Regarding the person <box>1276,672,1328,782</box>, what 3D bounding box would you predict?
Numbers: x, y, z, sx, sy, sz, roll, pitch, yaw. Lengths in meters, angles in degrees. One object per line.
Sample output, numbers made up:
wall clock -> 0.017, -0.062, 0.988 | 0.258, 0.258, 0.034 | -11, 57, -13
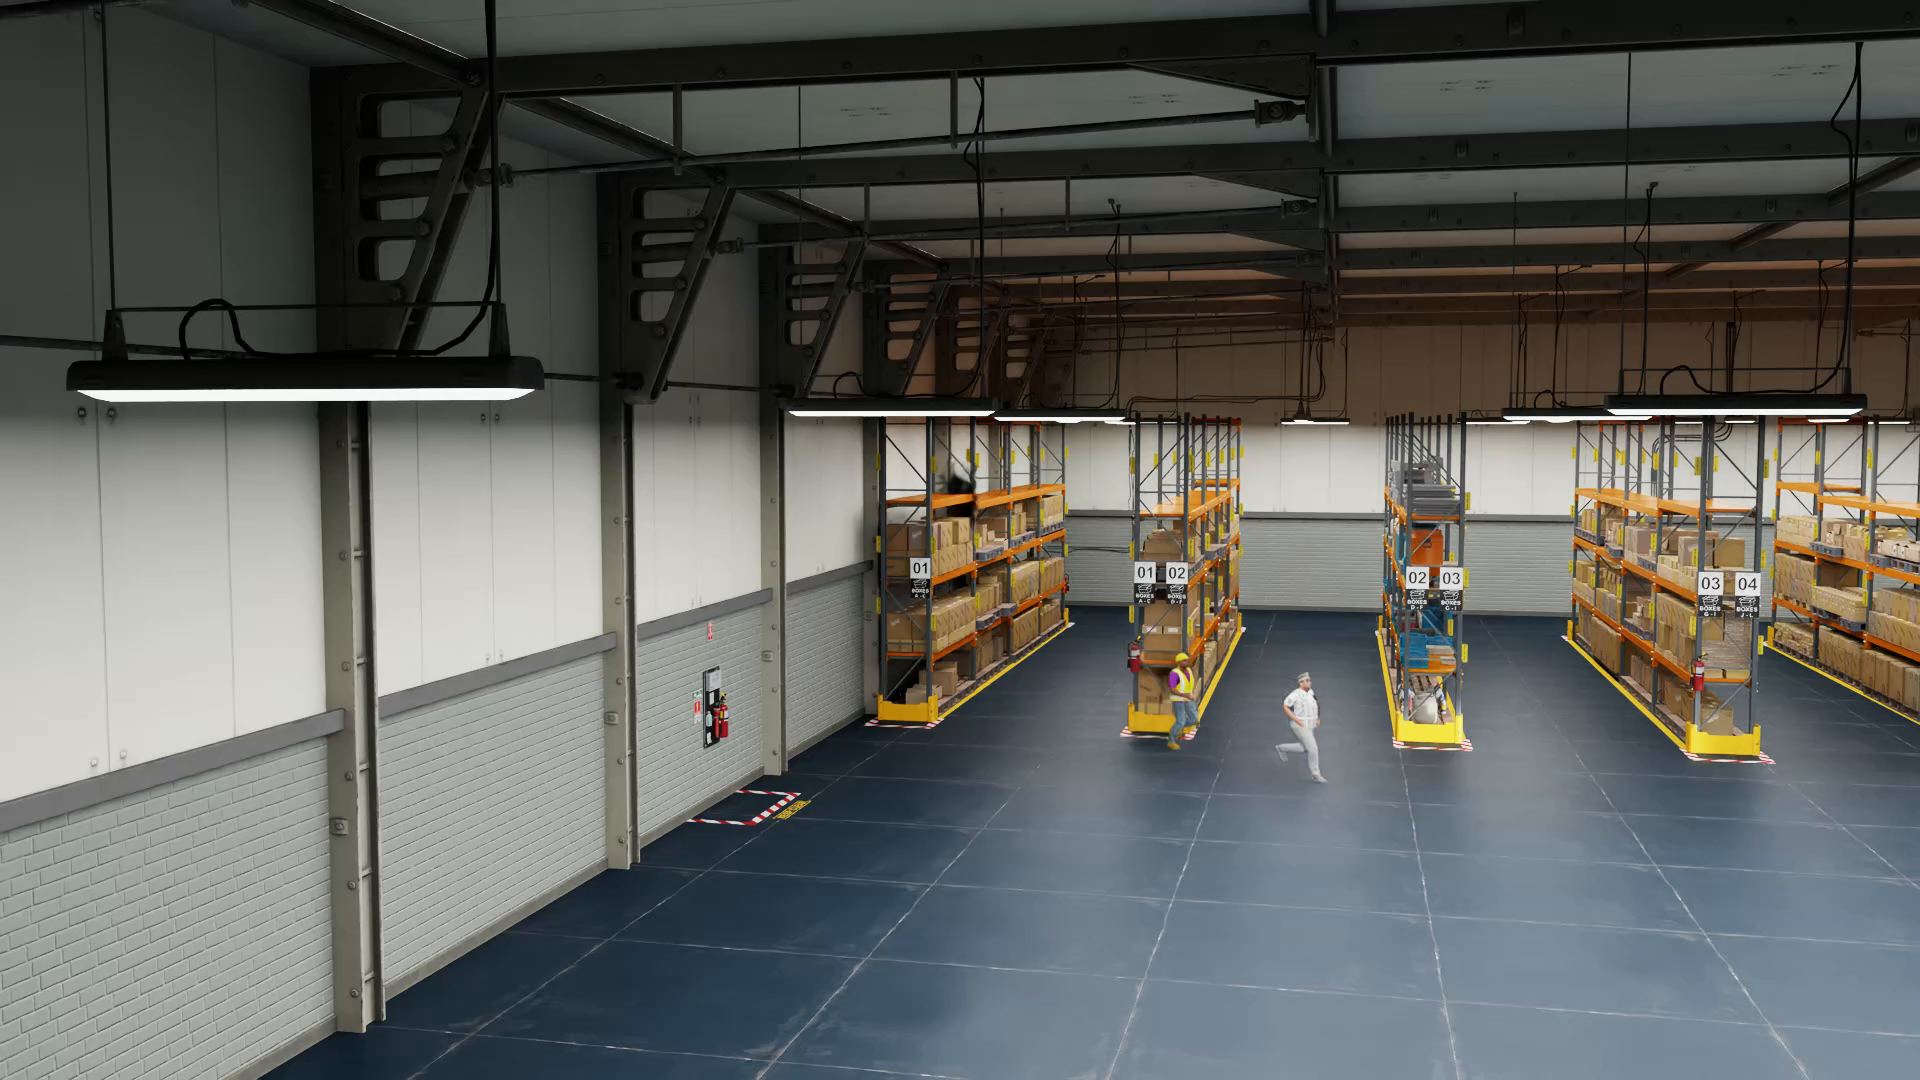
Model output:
person -> 5.603, 3.038, 27.147 | 0.964, 1.786, 0.644 | 3, 5, 39

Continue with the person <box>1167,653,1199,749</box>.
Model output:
person -> 3.994, 2.861, 29.596 | 0.731, 1.720, 0.669 | -4, 5, -42
